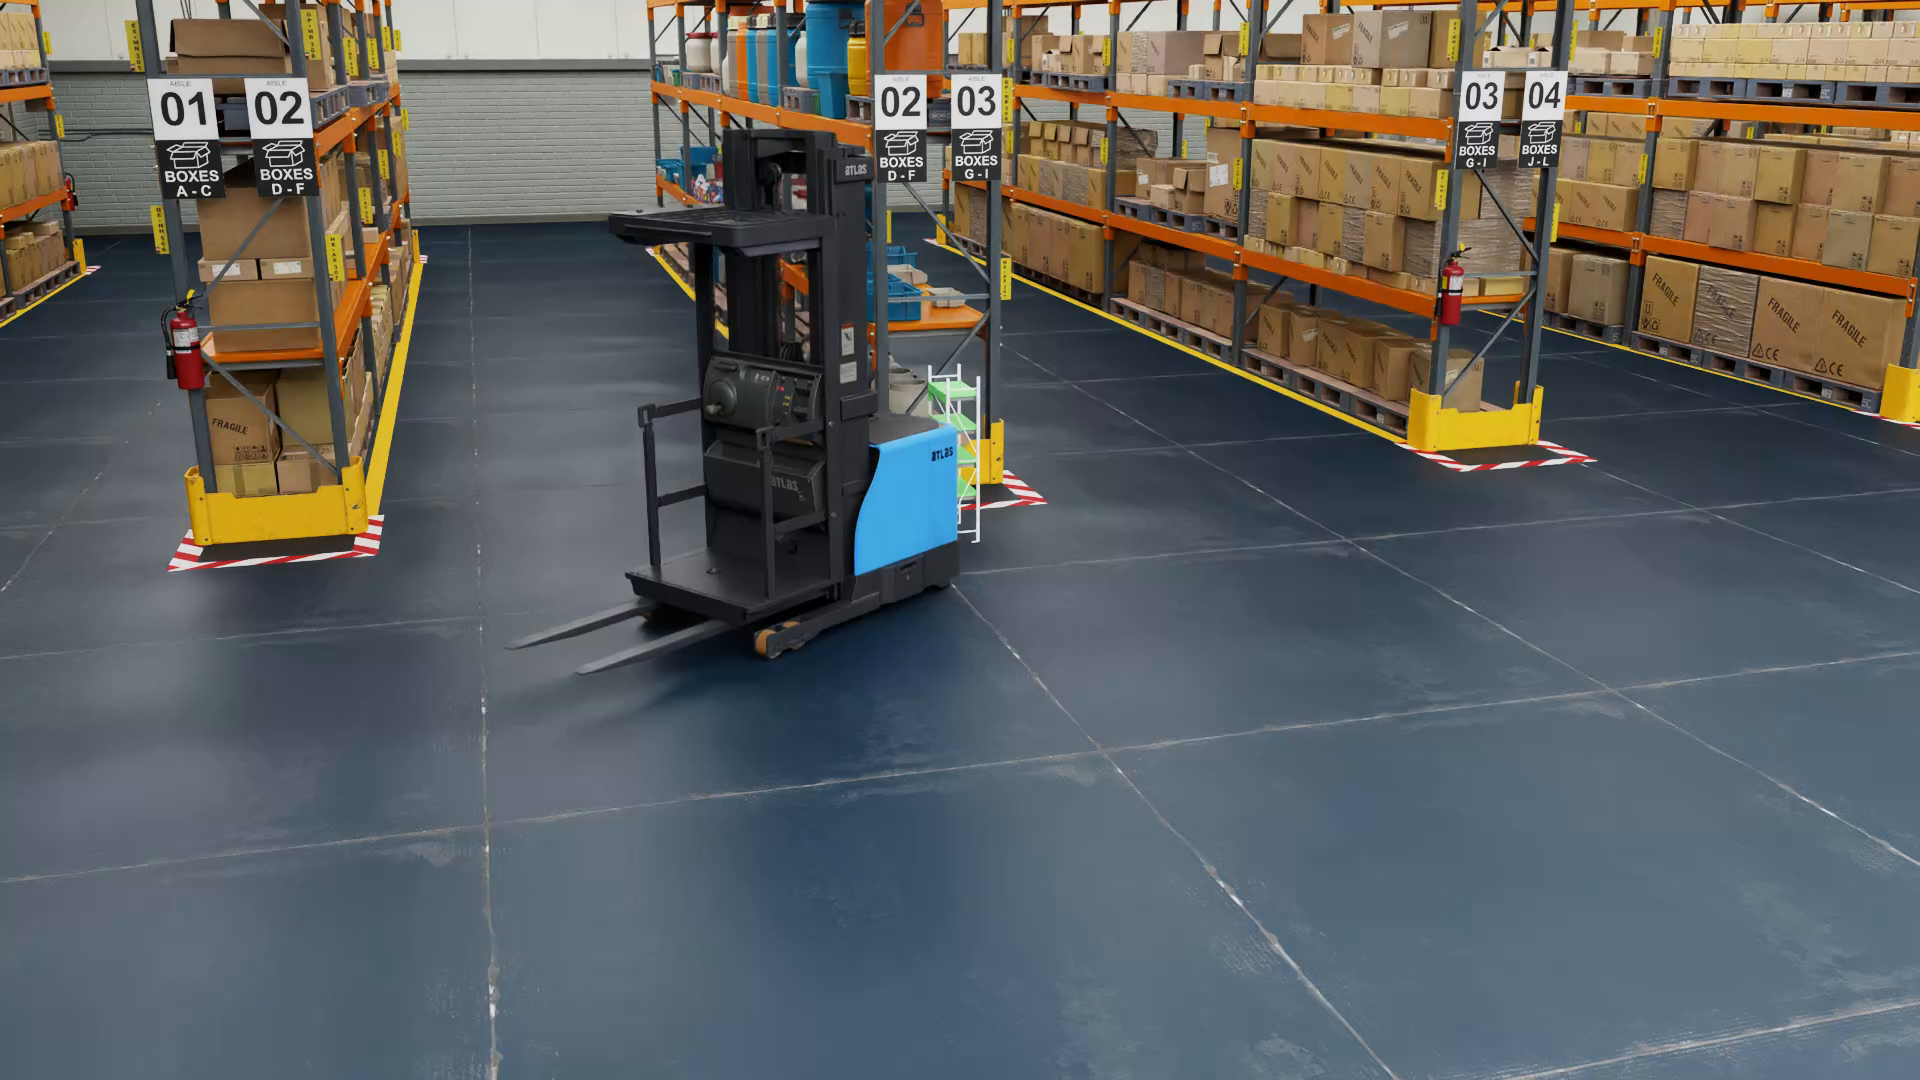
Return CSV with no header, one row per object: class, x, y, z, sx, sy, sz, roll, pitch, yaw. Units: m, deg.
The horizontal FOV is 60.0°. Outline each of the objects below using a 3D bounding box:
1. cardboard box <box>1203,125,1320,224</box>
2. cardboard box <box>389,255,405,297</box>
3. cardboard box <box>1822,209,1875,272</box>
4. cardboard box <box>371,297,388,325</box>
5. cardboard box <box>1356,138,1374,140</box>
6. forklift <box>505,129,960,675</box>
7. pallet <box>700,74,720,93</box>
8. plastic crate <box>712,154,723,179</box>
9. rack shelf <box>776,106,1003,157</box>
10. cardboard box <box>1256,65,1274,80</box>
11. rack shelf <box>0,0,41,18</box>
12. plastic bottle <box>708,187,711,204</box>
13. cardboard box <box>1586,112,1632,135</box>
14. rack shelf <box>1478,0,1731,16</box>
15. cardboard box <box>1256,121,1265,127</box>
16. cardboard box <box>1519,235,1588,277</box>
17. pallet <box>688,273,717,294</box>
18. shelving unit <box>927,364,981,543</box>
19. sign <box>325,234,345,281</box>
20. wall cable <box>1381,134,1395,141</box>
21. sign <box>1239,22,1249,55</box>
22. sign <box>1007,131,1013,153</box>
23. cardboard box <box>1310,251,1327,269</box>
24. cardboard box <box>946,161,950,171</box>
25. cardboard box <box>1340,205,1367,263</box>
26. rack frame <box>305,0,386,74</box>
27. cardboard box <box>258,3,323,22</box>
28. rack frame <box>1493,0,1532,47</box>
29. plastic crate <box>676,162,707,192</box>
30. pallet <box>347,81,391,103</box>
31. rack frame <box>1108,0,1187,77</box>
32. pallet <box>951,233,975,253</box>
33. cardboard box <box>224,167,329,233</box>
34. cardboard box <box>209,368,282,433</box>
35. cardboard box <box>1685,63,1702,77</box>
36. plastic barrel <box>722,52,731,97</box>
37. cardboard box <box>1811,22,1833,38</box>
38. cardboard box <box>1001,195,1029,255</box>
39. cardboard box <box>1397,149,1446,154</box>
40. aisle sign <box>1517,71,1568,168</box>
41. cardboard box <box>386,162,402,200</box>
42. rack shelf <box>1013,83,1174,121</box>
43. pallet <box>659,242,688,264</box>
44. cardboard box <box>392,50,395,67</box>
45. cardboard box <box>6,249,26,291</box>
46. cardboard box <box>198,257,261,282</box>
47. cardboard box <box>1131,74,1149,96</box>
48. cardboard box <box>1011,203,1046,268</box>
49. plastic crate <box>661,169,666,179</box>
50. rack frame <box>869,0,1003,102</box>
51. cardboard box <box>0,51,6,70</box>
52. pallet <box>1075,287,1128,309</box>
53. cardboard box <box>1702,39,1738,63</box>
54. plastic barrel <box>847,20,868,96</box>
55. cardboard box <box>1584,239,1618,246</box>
cardboard box,3.403,-4.102,18.620,1.000,1.000,1.000,-5,17,-15
cardboard box,-7.561,-3.437,21.759,0.500,0.500,0.500,-4,17,-15
cardboard box,9.065,-2.961,16.336,0.875,0.550,0.550,-5,17,-15
cardboard box,-6.473,-2.451,17.972,0.500,0.311,0.500,-5,17,-16
cardboard box,6.383,-6.230,26.149,0.380,0.149,0.250,-4,17,-13
forklift,-1.316,-0.877,9.778,1.130,2.935,3.031,13,21,37
pallet,-2.850,-6.027,21.917,1.003,0.211,1.213,-5,17,-15
plastic crate,-3.478,-5.530,24.932,0.402,0.464,0.583,-5,17,-15
rack shelf,-0.726,-3.530,14.525,1.077,0.370,4.000,-5,17,-15
cardboard box,3.280,-4.824,17.151,0.380,0.149,0.250,-5,17,-17
rack shelf,-13.549,-7.311,22.594,1.077,0.370,4.000,-5,17,-15
plastic bottle,-3.298,-4.524,22.001,0.061,0.283,0.133,-5,17,-15
cardboard box,10.661,-6.761,27.334,0.500,0.500,0.500,-4,17,-15
rack shelf,7.734,-6.637,20.350,1.077,0.370,4.000,-5,17,-15
cardboard box,5.263,-7.165,28.160,0.500,0.500,0.500,-5,18,-17
cardboard box,7.508,-3.560,21.769,1.050,0.750,0.750,-4,17,-14
pallet,-3.302,-3.651,23.741,1.003,0.211,1.213,-5,17,-15
shelving unit,-0.045,-0.620,11.932,0.258,1.200,0.503,-5,17,-15
sign,-4.405,-1.989,11.716,0.100,0.325,0.005,-5,17,-15
wall cable,9.506,-9.645,37.081,0.588,1.984,0.122,-5,17,-15
sign,2.954,-5.210,17.286,0.100,0.325,0.005,-5,17,-15
sign,0.755,-6.003,25.082,0.100,0.325,0.005,-5,17,-15
cardboard box,3.682,-2.765,16.379,0.380,0.149,0.250,-5,17,-15
cardboard box,-0.031,-6.457,28.671,0.380,0.149,0.250,-4,17,-15
cardboard box,4.113,-2.891,15.672,0.875,0.500,0.500,-5,17,-15
rack frame,-8.238,-7.686,21.898,1.000,3.000,0.127,-5,17,-15
cardboard box,-6.171,-4.699,15.394,0.500,0.500,0.500,-4,17,-15
rack frame,7.184,-7.726,22.031,1.000,3.000,0.127,-5,17,-15
plastic crate,-3.930,-5.327,24.395,0.392,0.384,0.575,-5,17,-15
pallet,-6.866,-4.872,18.072,1.213,0.211,1.003,-4,17,-13
rack frame,2.387,-7.362,20.819,1.000,3.000,0.127,-5,17,-15
pallet,0.484,-5.151,28.734,1.003,0.211,1.213,-5,17,-15
cardboard box,-5.497,-2.731,13.400,0.700,0.500,0.500,-5,17,-15
cardboard box,-5.662,-1.137,13.271,0.500,0.500,0.500,-5,17,-15
cardboard box,8.130,-5.113,18.078,0.380,0.149,0.250,-5,17,-15
plastic barrel,-2.584,-5.477,19.564,0.421,0.512,0.421,0,17,0
cardboard box,8.615,-5.005,16.334,0.380,0.149,0.250,-5,17,-16
cardboard box,1.184,-4.968,26.239,0.875,0.875,0.875,-5,17,-15
cardboard box,4.427,-3.396,15.614,0.500,0.500,0.500,-5,17,-15
aisle sign,4.891,-3.528,13.963,0.394,0.787,0.004,-5,17,-15
cardboard box,-8.116,-5.023,23.288,0.500,0.500,0.500,-4,17,-14
rack shelf,1.838,-6.134,23.195,1.077,0.370,4.000,-5,17,-15
pallet,-4.384,-4.743,27.376,1.003,0.211,1.213,-5,17,-15
cardboard box,-8.813,-7.263,25.096,0.500,0.250,0.500,-5,17,-15
cardboard box,-13.107,-3.639,22.469,0.700,0.500,0.500,-4,17,-15
cardboard box,-5.228,-1.943,11.905,0.380,0.149,0.250,-5,17,-16
cardboard box,2.412,-5.561,20.299,0.500,0.250,0.500,-4,17,-14
cardboard box,1.483,-4.603,25.026,1.225,0.875,0.875,-5,17,-15
plastic crate,-4.627,-5.835,26.518,0.250,0.136,0.298,-5,17,-15
rack frame,-0.176,-4.758,12.148,1.000,3.000,0.127,-5,17,-15
cardboard box,-13.062,-6.388,22.148,0.500,0.250,0.500,-5,17,-16
pallet,2.243,-3.377,22.829,1.003,0.211,1.213,-5,17,-15
cardboard box,8.289,-5.206,17.695,0.500,0.250,0.500,-5,17,-16
plastic barrel,-0.612,-3.917,13.508,0.600,0.588,0.600,0,17,0
cardboard box,11.064,-5.397,27.669,0.875,0.875,0.875,-4,17,-14
